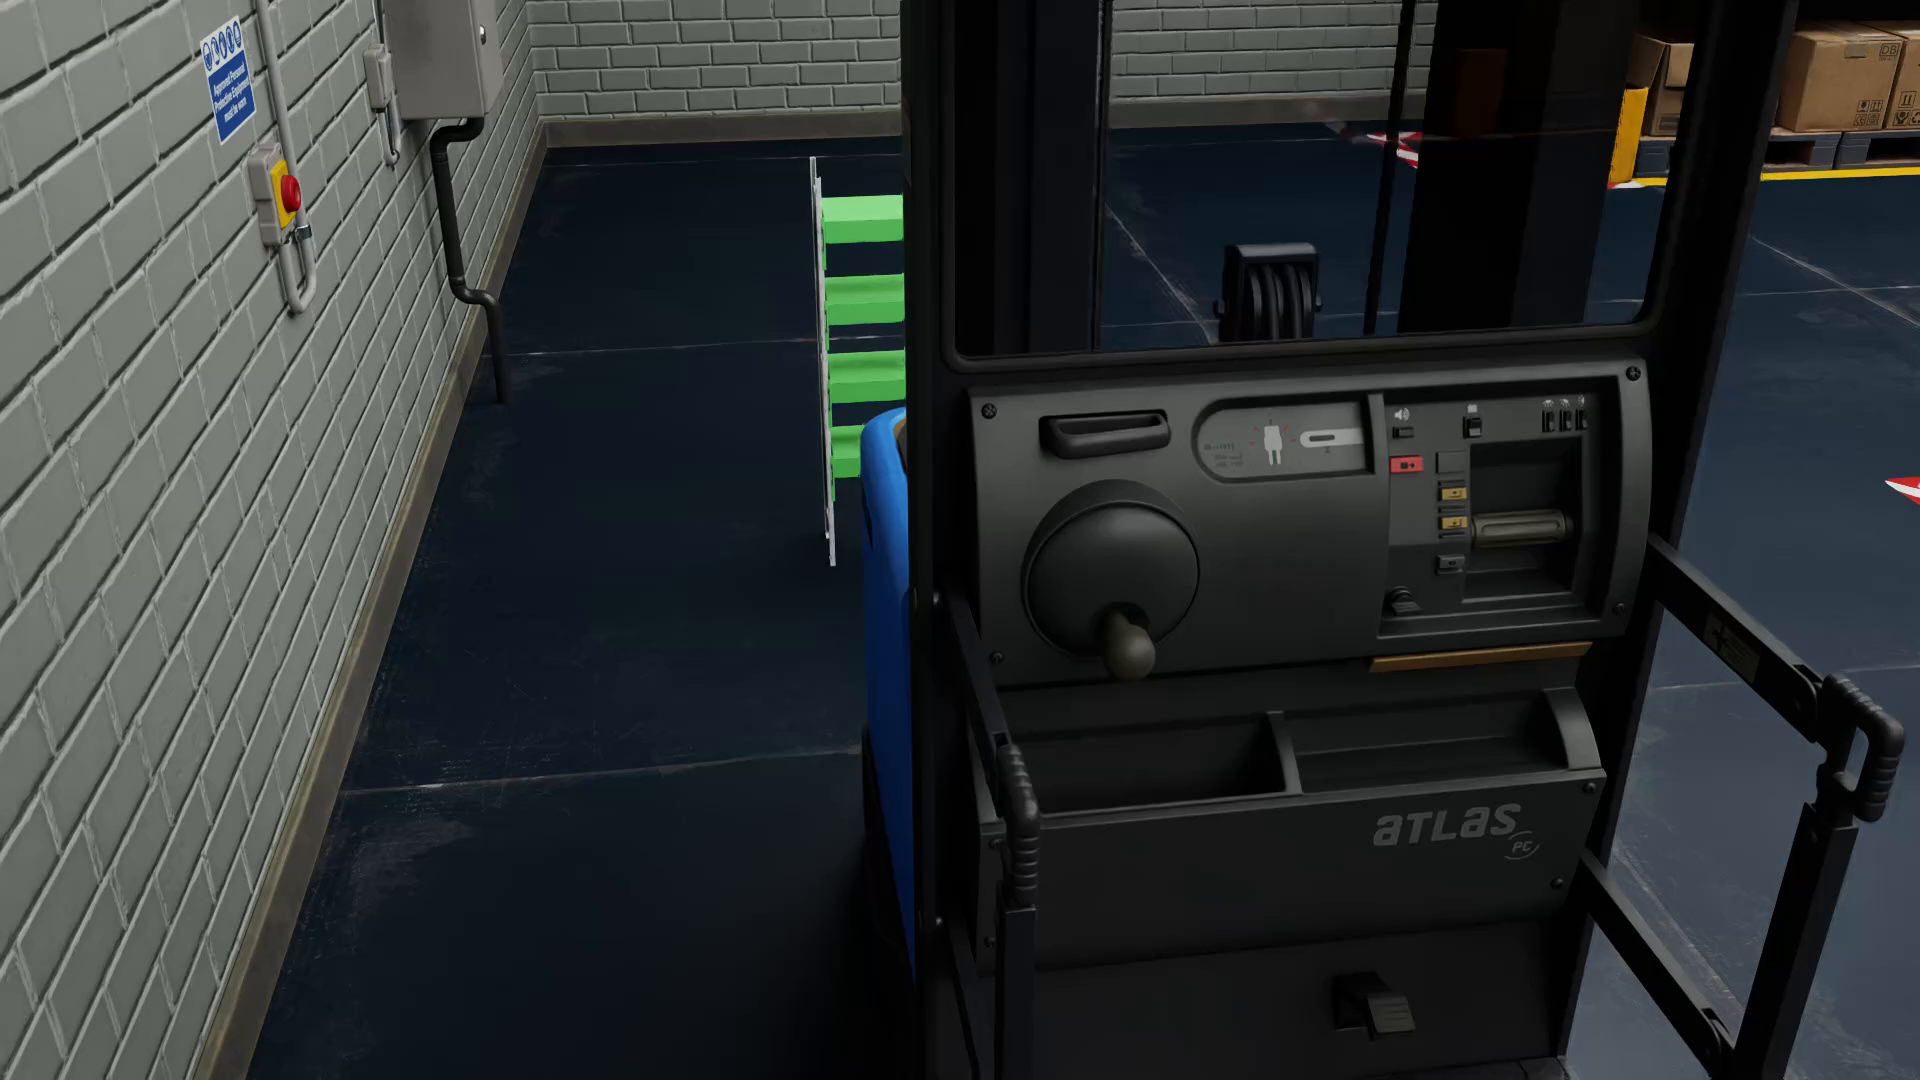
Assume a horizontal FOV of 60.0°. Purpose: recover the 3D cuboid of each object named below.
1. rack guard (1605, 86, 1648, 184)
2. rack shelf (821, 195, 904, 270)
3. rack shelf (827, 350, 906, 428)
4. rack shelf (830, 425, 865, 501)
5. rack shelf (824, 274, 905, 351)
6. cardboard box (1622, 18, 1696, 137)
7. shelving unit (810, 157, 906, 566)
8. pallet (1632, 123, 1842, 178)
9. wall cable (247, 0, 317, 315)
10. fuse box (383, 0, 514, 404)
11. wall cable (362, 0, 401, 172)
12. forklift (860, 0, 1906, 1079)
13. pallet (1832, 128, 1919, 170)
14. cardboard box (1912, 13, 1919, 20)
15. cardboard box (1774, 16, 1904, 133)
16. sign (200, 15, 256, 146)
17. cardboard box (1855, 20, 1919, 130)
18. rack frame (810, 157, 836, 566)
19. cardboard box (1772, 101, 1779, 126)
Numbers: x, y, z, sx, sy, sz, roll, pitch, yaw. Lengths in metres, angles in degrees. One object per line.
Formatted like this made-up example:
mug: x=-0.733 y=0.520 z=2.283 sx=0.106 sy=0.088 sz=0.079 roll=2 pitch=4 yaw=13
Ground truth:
rack guard: x=3.419 y=-2.418 z=9.415 sx=0.348 sy=0.500 sz=1.175 roll=-4 pitch=27 yaw=-7
rack shelf: x=-0.164 y=-0.893 z=4.766 sx=0.480 sy=0.148 sz=0.258 roll=-4 pitch=27 yaw=-7
rack shelf: x=-0.164 y=-0.466 z=4.985 sx=0.480 sy=0.148 sz=0.258 roll=-4 pitch=27 yaw=-7
rack shelf: x=-0.164 y=-0.253 z=5.094 sx=0.480 sy=0.148 sz=0.258 roll=-4 pitch=27 yaw=-7
rack shelf: x=-0.164 y=-0.680 z=4.875 sx=0.480 sy=0.148 sz=0.258 roll=-4 pitch=27 yaw=-7
cardboard box: x=3.963 y=-2.598 z=9.302 sx=0.637 sy=0.503 sz=0.797 roll=-5 pitch=28 yaw=-9
shelving unit: x=-0.164 y=-0.523 z=4.956 sx=0.503 sy=1.200 sz=0.258 roll=-4 pitch=27 yaw=-7
pallet: x=4.209 y=-2.341 z=9.581 sx=1.213 sy=0.211 sz=1.003 roll=-4 pitch=27 yaw=-7
wall cable: x=-1.541 y=-1.379 z=3.504 sx=0.123 sy=1.953 sz=0.585 roll=-4 pitch=27 yaw=-7
fuse box: x=-1.689 y=-1.298 z=5.906 sx=0.414 sy=1.711 sz=0.539 roll=-4 pitch=27 yaw=-7
wall cable: x=-1.750 y=-2.005 z=4.759 sx=0.122 sy=1.984 sz=0.588 roll=-4 pitch=27 yaw=-7
forklift: x=0.510 y=0.006 z=2.028 sx=1.130 sy=2.935 sz=3.031 roll=-4 pitch=27 yaw=-8
pallet: x=5.414 y=-2.417 z=9.729 sx=1.213 sy=0.211 sz=1.003 roll=-4 pitch=27 yaw=-7
cardboard box: x=5.843 y=-2.699 z=9.503 sx=0.500 sy=0.500 sz=0.700 roll=-5 pitch=28 yaw=-9
cardboard box: x=4.815 y=-2.633 z=9.374 sx=0.500 sy=0.500 sz=0.700 roll=-3 pitch=27 yaw=-5
sign: x=-1.595 y=-1.007 z=3.631 sx=0.001 sy=0.218 sz=0.327 roll=-4 pitch=27 yaw=-7
cardboard box: x=5.352 y=-2.621 z=9.351 sx=0.500 sy=0.500 sz=0.500 roll=-3 pitch=27 yaw=-6
rack frame: x=-0.406 y=-0.508 z=4.925 sx=0.015 sy=1.200 sz=0.240 roll=-4 pitch=27 yaw=-7
cardboard box: x=4.389 y=-2.449 z=9.401 sx=0.250 sy=0.149 sz=0.380 roll=-5 pitch=28 yaw=-9
